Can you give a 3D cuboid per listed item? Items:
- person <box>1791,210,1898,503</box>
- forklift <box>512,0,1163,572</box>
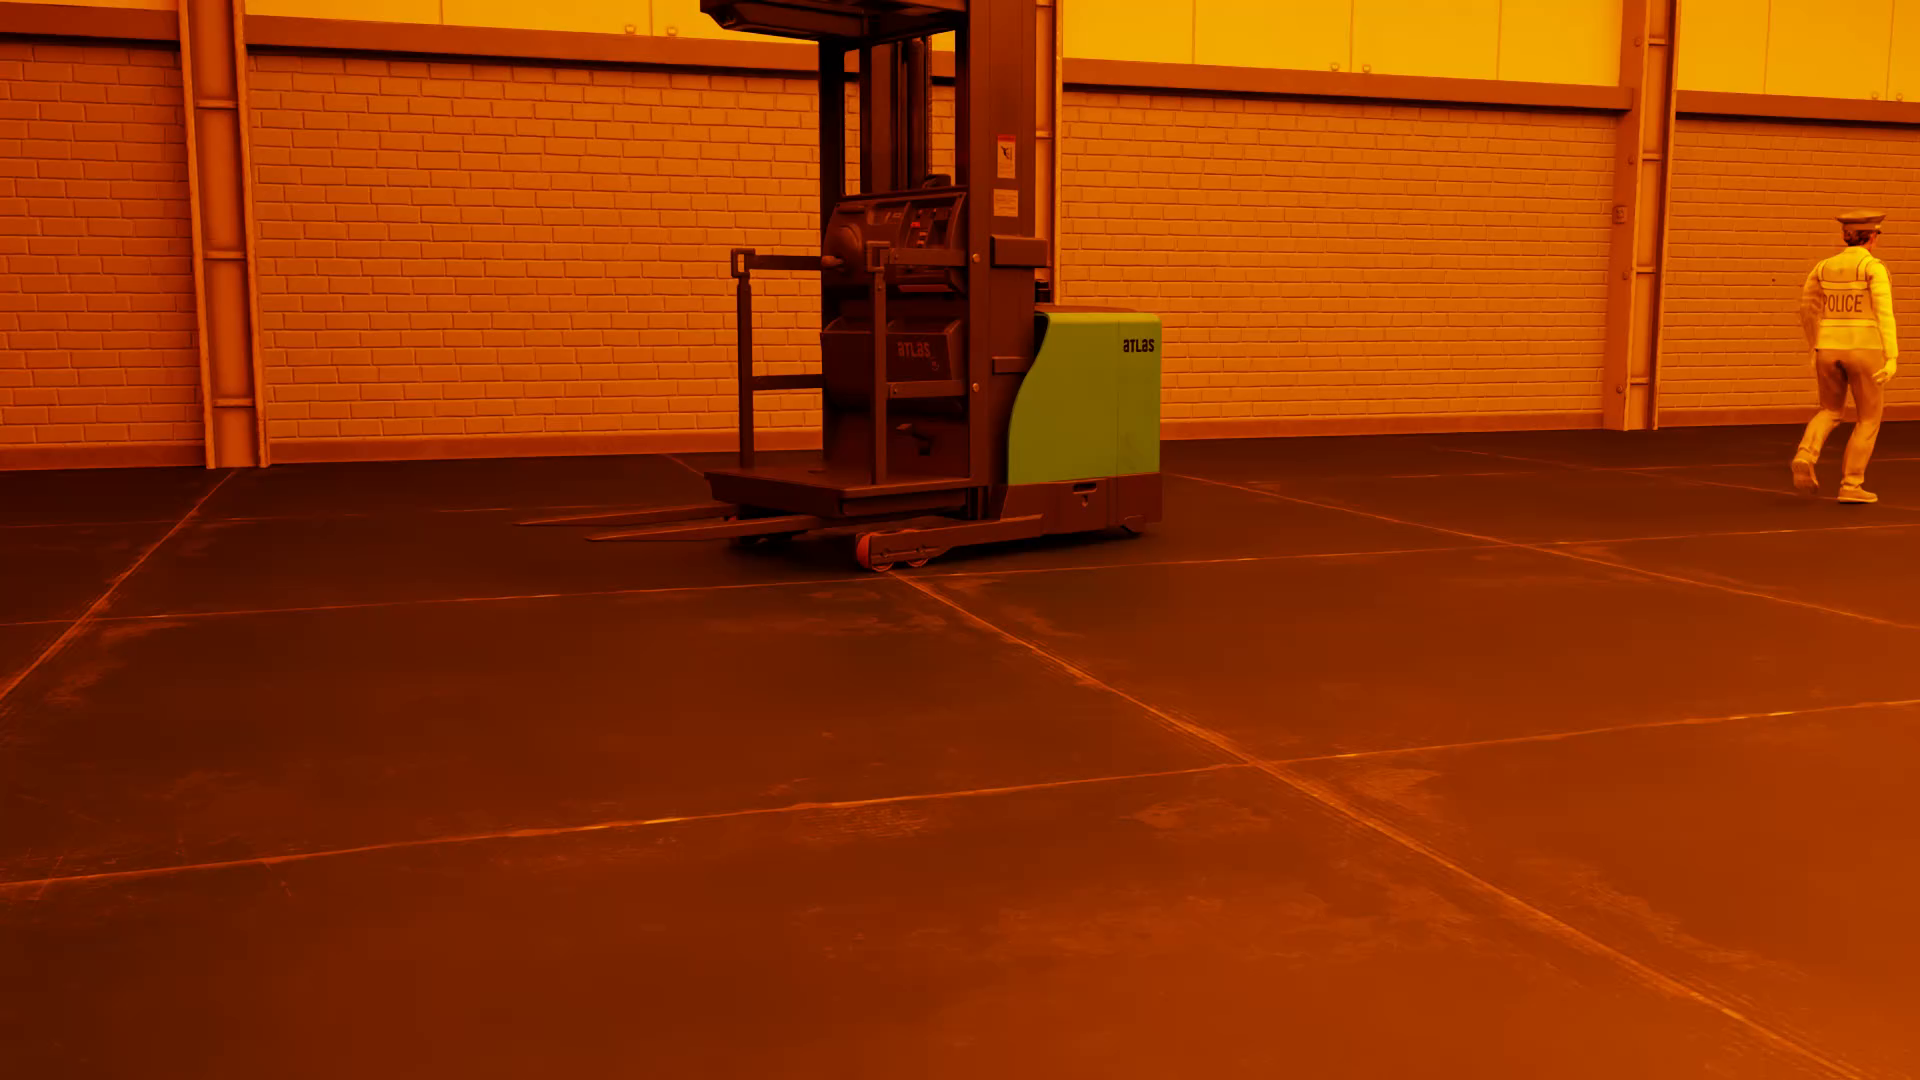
[{"bbox_3d":[5.013,-1.030,9.404,0.460,1.648,0.677,-4,9,-30],"label":"person"},{"bbox_3d":[-0.461,-1.399,7.333,3.031,2.935,1.130,-7,10,-40],"label":"forklift"}]
